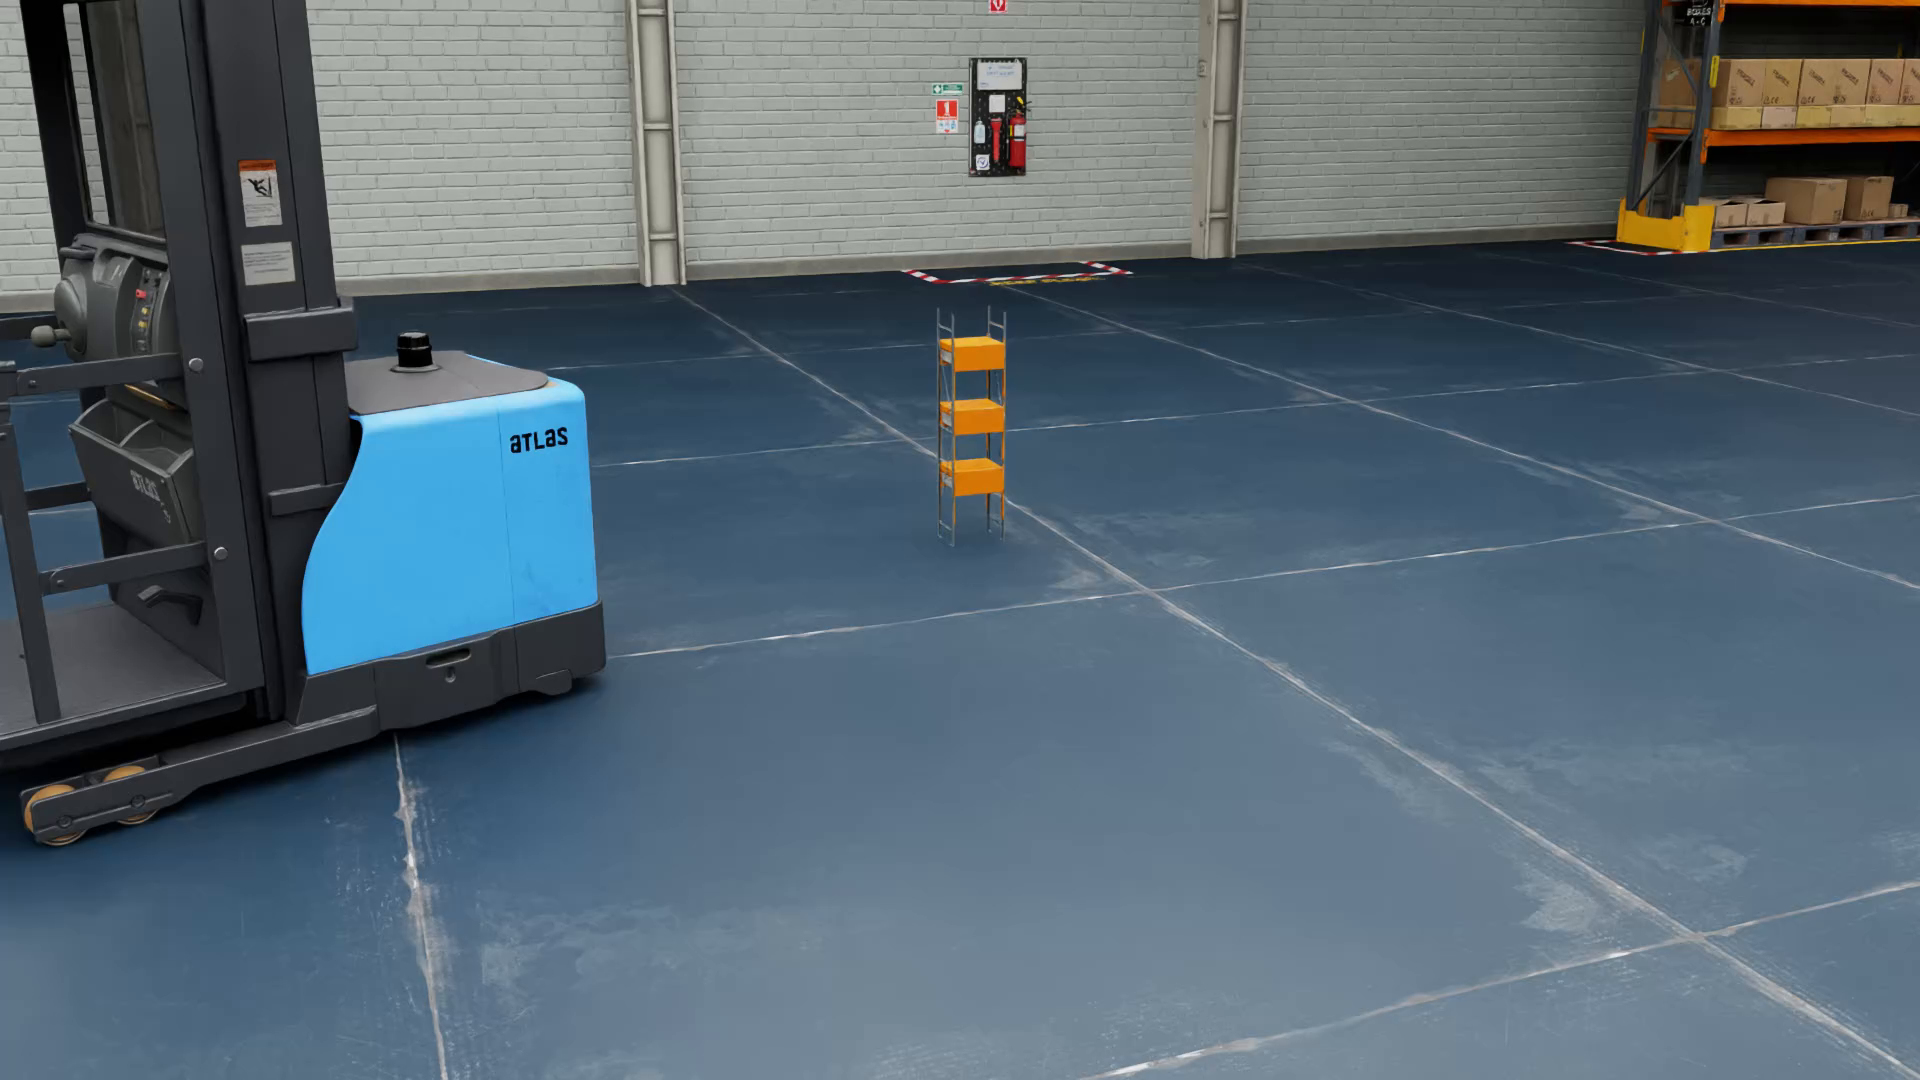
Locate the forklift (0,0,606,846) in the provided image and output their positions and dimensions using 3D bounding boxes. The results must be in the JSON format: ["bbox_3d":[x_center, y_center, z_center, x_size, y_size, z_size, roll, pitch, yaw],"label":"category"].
[{"bbox_3d":[-2.669,-0.713,4.824,3.031,2.935,1.130,-15,22,-41],"label":"forklift"}]

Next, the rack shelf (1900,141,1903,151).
[{"bbox_3d":[13.606,-5.080,20.851,4.000,0.370,1.077,-6,17,-20],"label":"rack shelf"}]

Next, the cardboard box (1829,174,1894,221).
[{"bbox_3d":[10.784,-4.120,19.961,0.500,0.500,0.500,-8,18,-24],"label":"cardboard box"}]

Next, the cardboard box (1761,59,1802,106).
[{"bbox_3d":[9.022,-5.134,18.658,0.500,0.500,0.500,-6,17,-20],"label":"cardboard box"}]

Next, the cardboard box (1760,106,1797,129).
[{"bbox_3d":[9.052,-4.780,18.782,0.500,0.250,0.500,-7,18,-22],"label":"cardboard box"}]

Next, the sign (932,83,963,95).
[{"bbox_3d":[-0.122,-4.515,16.647,0.331,0.109,0.001,-6,17,-20],"label":"sign"}]

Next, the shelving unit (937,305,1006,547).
[{"bbox_3d":[0.050,-0.509,7.469,0.252,1.050,0.215,-6,17,-20],"label":"shelving unit"}]

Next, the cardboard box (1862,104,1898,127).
[{"bbox_3d":[10.472,-4.931,19.297,0.500,0.250,0.500,-6,17,-20],"label":"cardboard box"}]

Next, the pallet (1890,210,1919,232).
[{"bbox_3d":[12.465,-3.965,20.725,1.213,0.211,1.003,-6,17,-20],"label":"pallet"}]

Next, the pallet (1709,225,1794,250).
[{"bbox_3d":[8.846,-3.563,19.356,1.213,0.211,1.003,-6,17,-20],"label":"pallet"}]

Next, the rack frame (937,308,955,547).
[{"bbox_3d":[-0.064,-0.497,7.427,0.008,1.050,0.200,-6,17,-20],"label":"rack frame"}]

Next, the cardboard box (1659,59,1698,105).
[{"bbox_3d":[8.367,-5.221,18.955,0.500,0.500,0.500,-6,18,-21],"label":"cardboard box"}]

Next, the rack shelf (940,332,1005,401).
[{"bbox_3d":[0.050,-0.771,7.392,0.240,0.259,0.215,-6,17,-20],"label":"rack shelf"}]

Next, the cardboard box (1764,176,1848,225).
[{"bbox_3d":[9.917,-3.997,19.540,0.500,0.500,0.700,-7,18,-24],"label":"cardboard box"}]

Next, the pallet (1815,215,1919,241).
[{"bbox_3d":[11.124,-3.809,20.194,1.213,0.211,1.003,-6,17,-20],"label":"pallet"}]

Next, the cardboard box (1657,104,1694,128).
[{"bbox_3d":[8.370,-4.856,19.042,0.500,0.250,0.500,-6,17,-19],"label":"cardboard box"}]

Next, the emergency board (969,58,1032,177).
[{"bbox_3d":[0.423,-4.275,16.831,0.643,1.169,0.194,-6,17,-20],"label":"emergency board"}]

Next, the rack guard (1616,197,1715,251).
[{"bbox_3d":[8.074,-3.629,19.068,0.348,0.500,1.175,-6,17,-20],"label":"rack guard"}]

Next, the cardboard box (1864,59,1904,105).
[{"bbox_3d":[10.470,-5.292,19.197,0.500,0.500,0.500,-7,18,-22],"label":"cardboard box"}]

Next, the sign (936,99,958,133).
[{"bbox_3d":[-0.130,-4.263,16.728,0.234,0.329,0.001,-6,17,-20],"label":"sign"}]

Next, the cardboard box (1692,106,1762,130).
[{"bbox_3d":[8.573,-4.724,18.591,0.500,0.250,0.500,-7,18,-22],"label":"cardboard box"}]

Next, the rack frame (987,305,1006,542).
[{"bbox_3d":[0.164,-0.521,7.511,0.008,1.050,0.200,-6,17,-20],"label":"rack frame"}]

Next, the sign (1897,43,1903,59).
[{"bbox_3d":[11.537,-5.925,20.396,0.005,0.325,0.100,-6,17,-20],"label":"sign"}]

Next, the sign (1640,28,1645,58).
[{"bbox_3d":[7.823,-5.676,18.986,0.005,0.325,0.100,-6,17,-20],"label":"sign"}]

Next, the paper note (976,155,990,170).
[{"bbox_3d":[0.233,-3.852,16.956,0.142,0.148,0.016,-6,17,-20],"label":"paper note"}]

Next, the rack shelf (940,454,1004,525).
[{"bbox_3d":[0.050,-0.232,7.550,0.240,0.259,0.215,-6,17,-20],"label":"rack shelf"}]

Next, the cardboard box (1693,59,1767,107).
[{"bbox_3d":[8.557,-5.087,18.497,0.500,0.500,0.500,-6,17,-20],"label":"cardboard box"}]

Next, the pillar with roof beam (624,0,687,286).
[{"bbox_3d":[-1.318,-5.655,10.883,0.400,9.000,9.100,-6,17,-20],"label":"pillar with roof beam"}]

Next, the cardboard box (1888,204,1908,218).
[{"bbox_3d":[11.250,-4.014,20.190,0.250,0.166,0.380,-9,18,-27],"label":"cardboard box"}]

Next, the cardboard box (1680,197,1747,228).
[{"bbox_3d":[8.682,-3.788,19.164,0.500,0.311,0.500,-8,18,-26],"label":"cardboard box"}]

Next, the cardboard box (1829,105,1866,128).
[{"bbox_3d":[10.003,-4.880,19.123,0.500,0.250,0.500,-6,17,-20],"label":"cardboard box"}]

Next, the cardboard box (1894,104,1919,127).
[{"bbox_3d":[10.936,-4.986,19.484,0.500,0.250,0.500,-6,17,-20],"label":"cardboard box"}]

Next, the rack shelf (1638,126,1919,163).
[{"bbox_3d":[9.871,-4.677,19.478,4.000,0.370,1.077,-6,17,-20],"label":"rack shelf"}]

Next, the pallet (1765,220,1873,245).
[{"bbox_3d":[9.983,-3.685,19.771,1.213,0.211,1.003,-6,17,-20],"label":"pallet"}]

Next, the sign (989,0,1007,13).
[{"bbox_3d":[0.380,-5.412,16.591,0.199,0.298,0.001,-6,17,-20],"label":"sign"}]

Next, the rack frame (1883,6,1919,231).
[{"bbox_3d":[11.738,-5.224,20.063,0.127,3.000,1.000,-6,17,-20],"label":"rack frame"}]

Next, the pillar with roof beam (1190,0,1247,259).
[{"bbox_3d":[4.285,-6.259,12.943,0.400,9.000,9.100,-6,17,-20],"label":"pillar with roof beam"}]

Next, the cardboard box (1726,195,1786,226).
[{"bbox_3d":[9.214,-3.845,19.359,0.500,0.311,0.500,-5,17,-15],"label":"cardboard box"}]

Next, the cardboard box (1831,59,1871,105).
[{"bbox_3d":[9.984,-5.240,19.017,0.500,0.500,0.500,-6,17,-18],"label":"cardboard box"}]

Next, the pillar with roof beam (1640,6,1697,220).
[{"bbox_3d":[9.888,-6.864,15.003,0.400,9.000,9.100,-6,17,-20],"label":"pillar with roof beam"}]

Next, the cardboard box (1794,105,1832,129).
[{"bbox_3d":[9.530,-4.830,18.952,0.500,0.250,0.500,-6,18,-21],"label":"cardboard box"}]

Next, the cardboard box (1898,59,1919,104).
[{"bbox_3d":[10.944,-5.340,19.360,0.500,0.500,0.500,-6,17,-20],"label":"cardboard box"}]

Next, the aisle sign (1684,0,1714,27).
[{"bbox_3d":[8.043,-5.982,18.030,0.004,0.787,0.394,-6,17,-20],"label":"aisle sign"}]

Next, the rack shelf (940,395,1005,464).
[{"bbox_3d":[0.050,-0.499,7.472,0.240,0.259,0.215,-6,17,-20],"label":"rack shelf"}]

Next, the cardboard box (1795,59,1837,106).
[{"bbox_3d":[9.506,-5.185,18.830,0.500,0.500,0.500,-7,18,-22],"label":"cardboard box"}]

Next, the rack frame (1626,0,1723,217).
[{"bbox_3d":[8.003,-4.820,18.690,0.127,3.000,1.000,-6,17,-20],"label":"rack frame"}]

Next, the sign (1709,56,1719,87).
[{"bbox_3d":[8.198,-5.093,18.082,0.005,0.325,0.100,-6,17,-20],"label":"sign"}]

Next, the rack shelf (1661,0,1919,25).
[{"bbox_3d":[9.871,-6.116,19.055,4.000,0.370,1.077,-6,17,-20],"label":"rack shelf"}]
